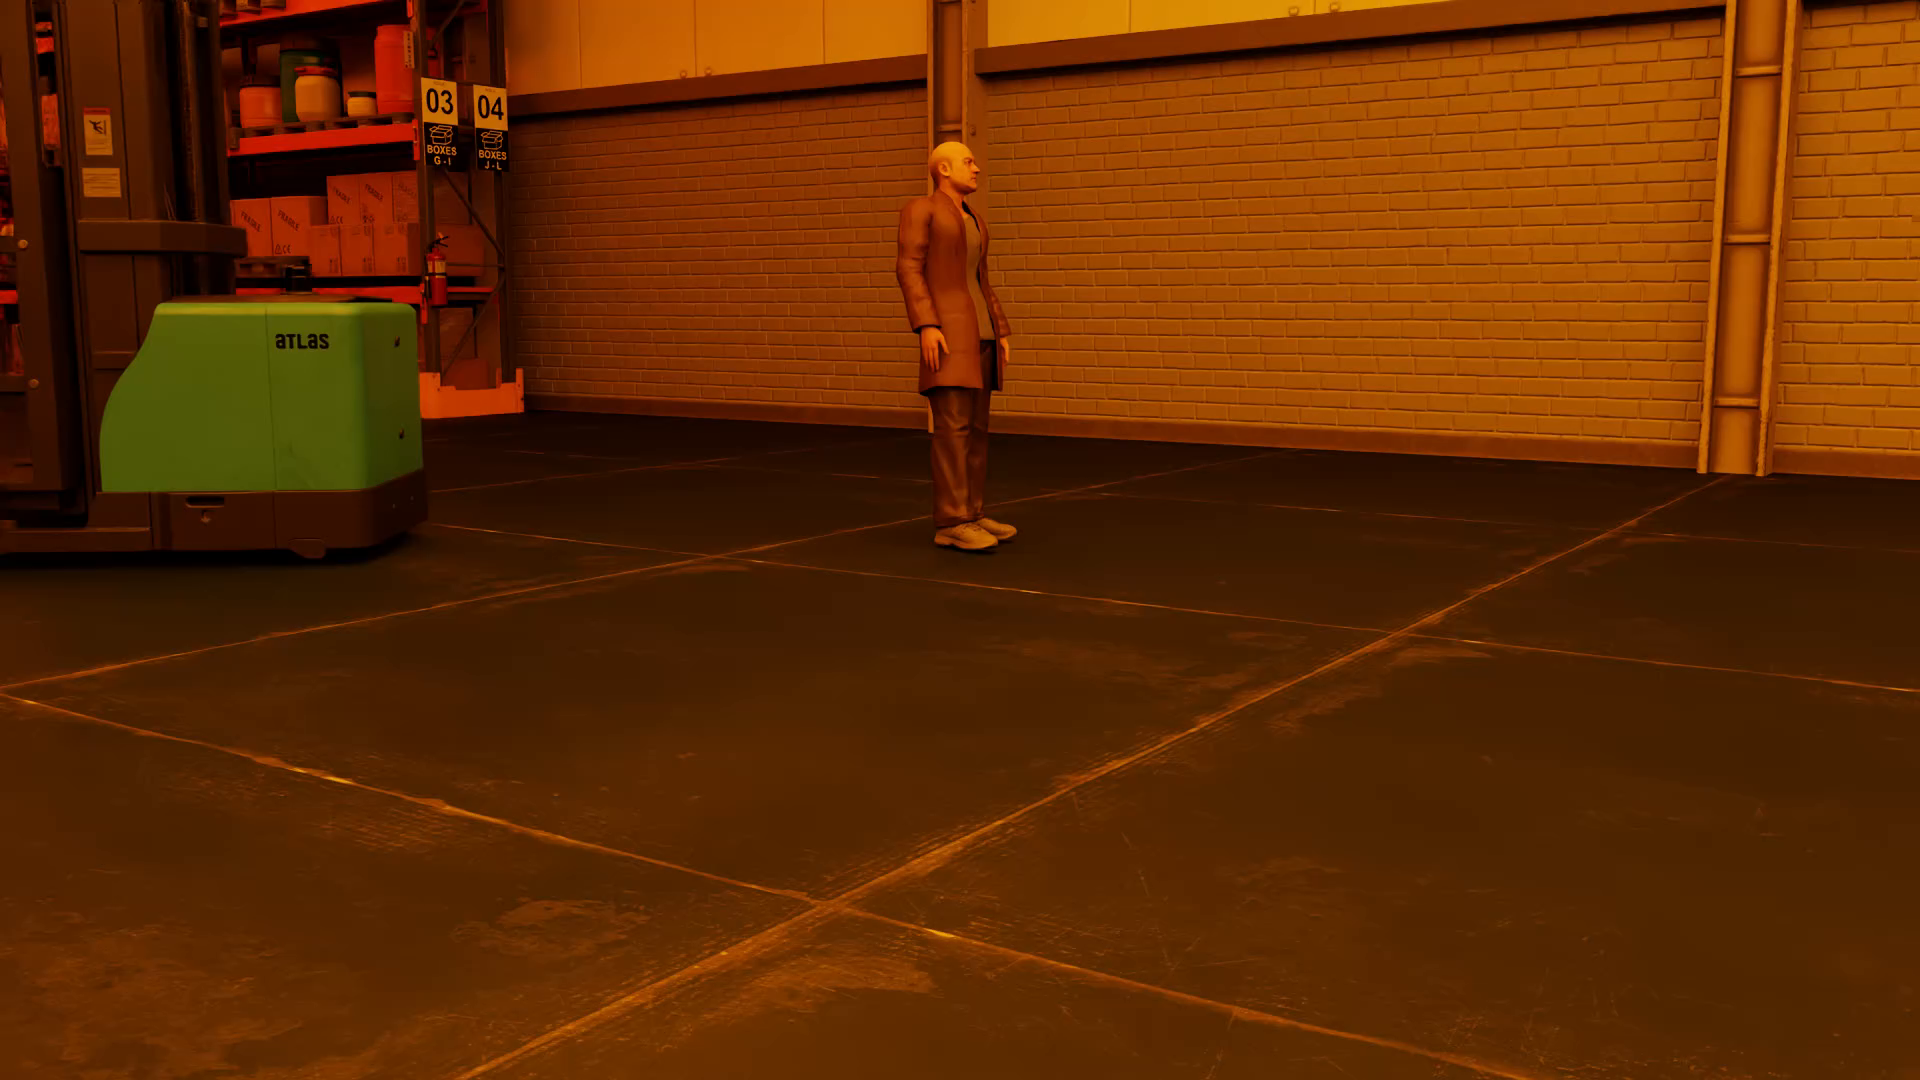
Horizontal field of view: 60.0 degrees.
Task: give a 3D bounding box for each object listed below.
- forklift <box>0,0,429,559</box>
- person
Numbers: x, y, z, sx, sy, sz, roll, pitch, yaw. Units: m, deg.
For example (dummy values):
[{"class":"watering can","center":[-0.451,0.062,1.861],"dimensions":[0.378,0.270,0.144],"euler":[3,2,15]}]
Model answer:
[{"class":"forklift","center":[-3.975,-1.405,7.076],"dimensions":[3.031,2.935,1.130],"euler":[-1,8,-4]},{"class":"person","center":[0.074,-0.879,7.423],"dimensions":[0.579,1.777,0.696],"euler":[5,10,34]}]
